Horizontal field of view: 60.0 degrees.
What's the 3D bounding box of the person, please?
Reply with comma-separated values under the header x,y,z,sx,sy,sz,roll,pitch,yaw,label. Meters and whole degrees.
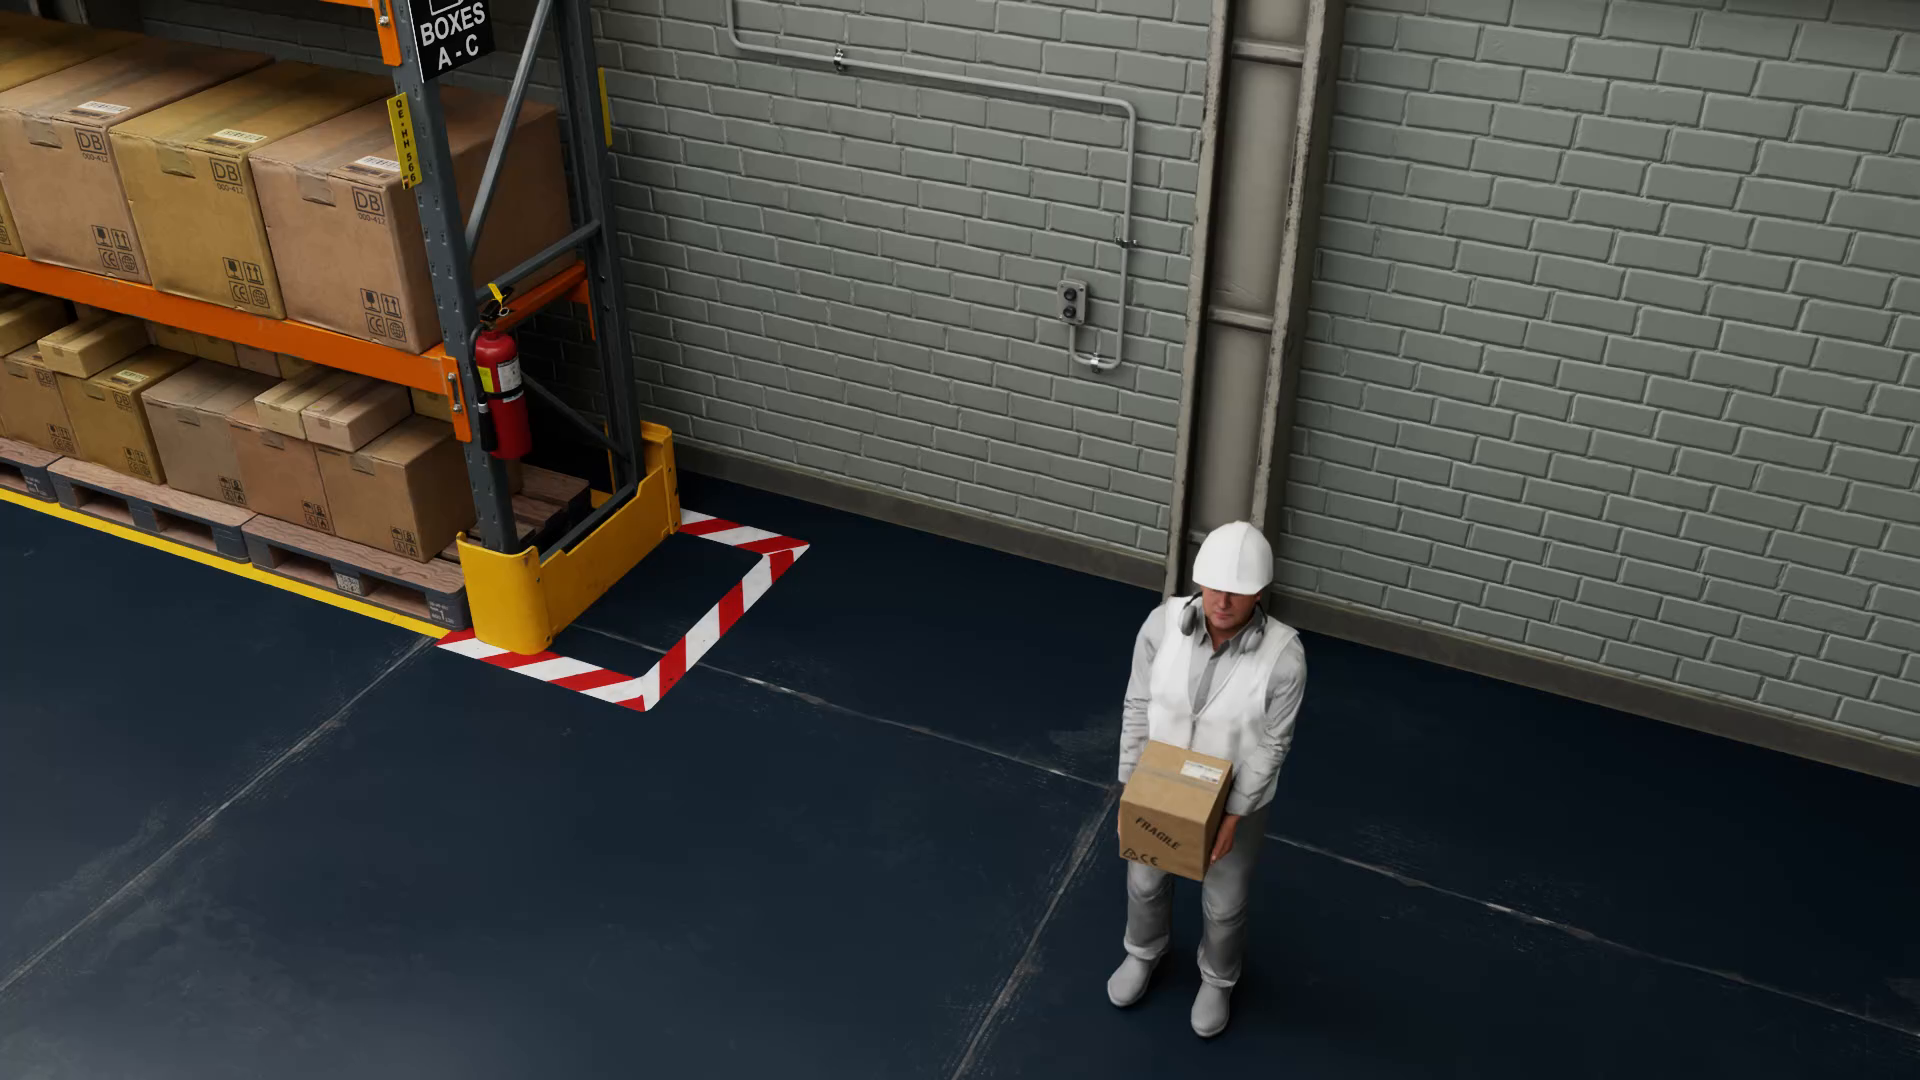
x,y,z,sx,sy,sz,roll,pitch,yaw,label
0.702,0.774,4.945,0.508,1.774,0.547,14,36,20,person
